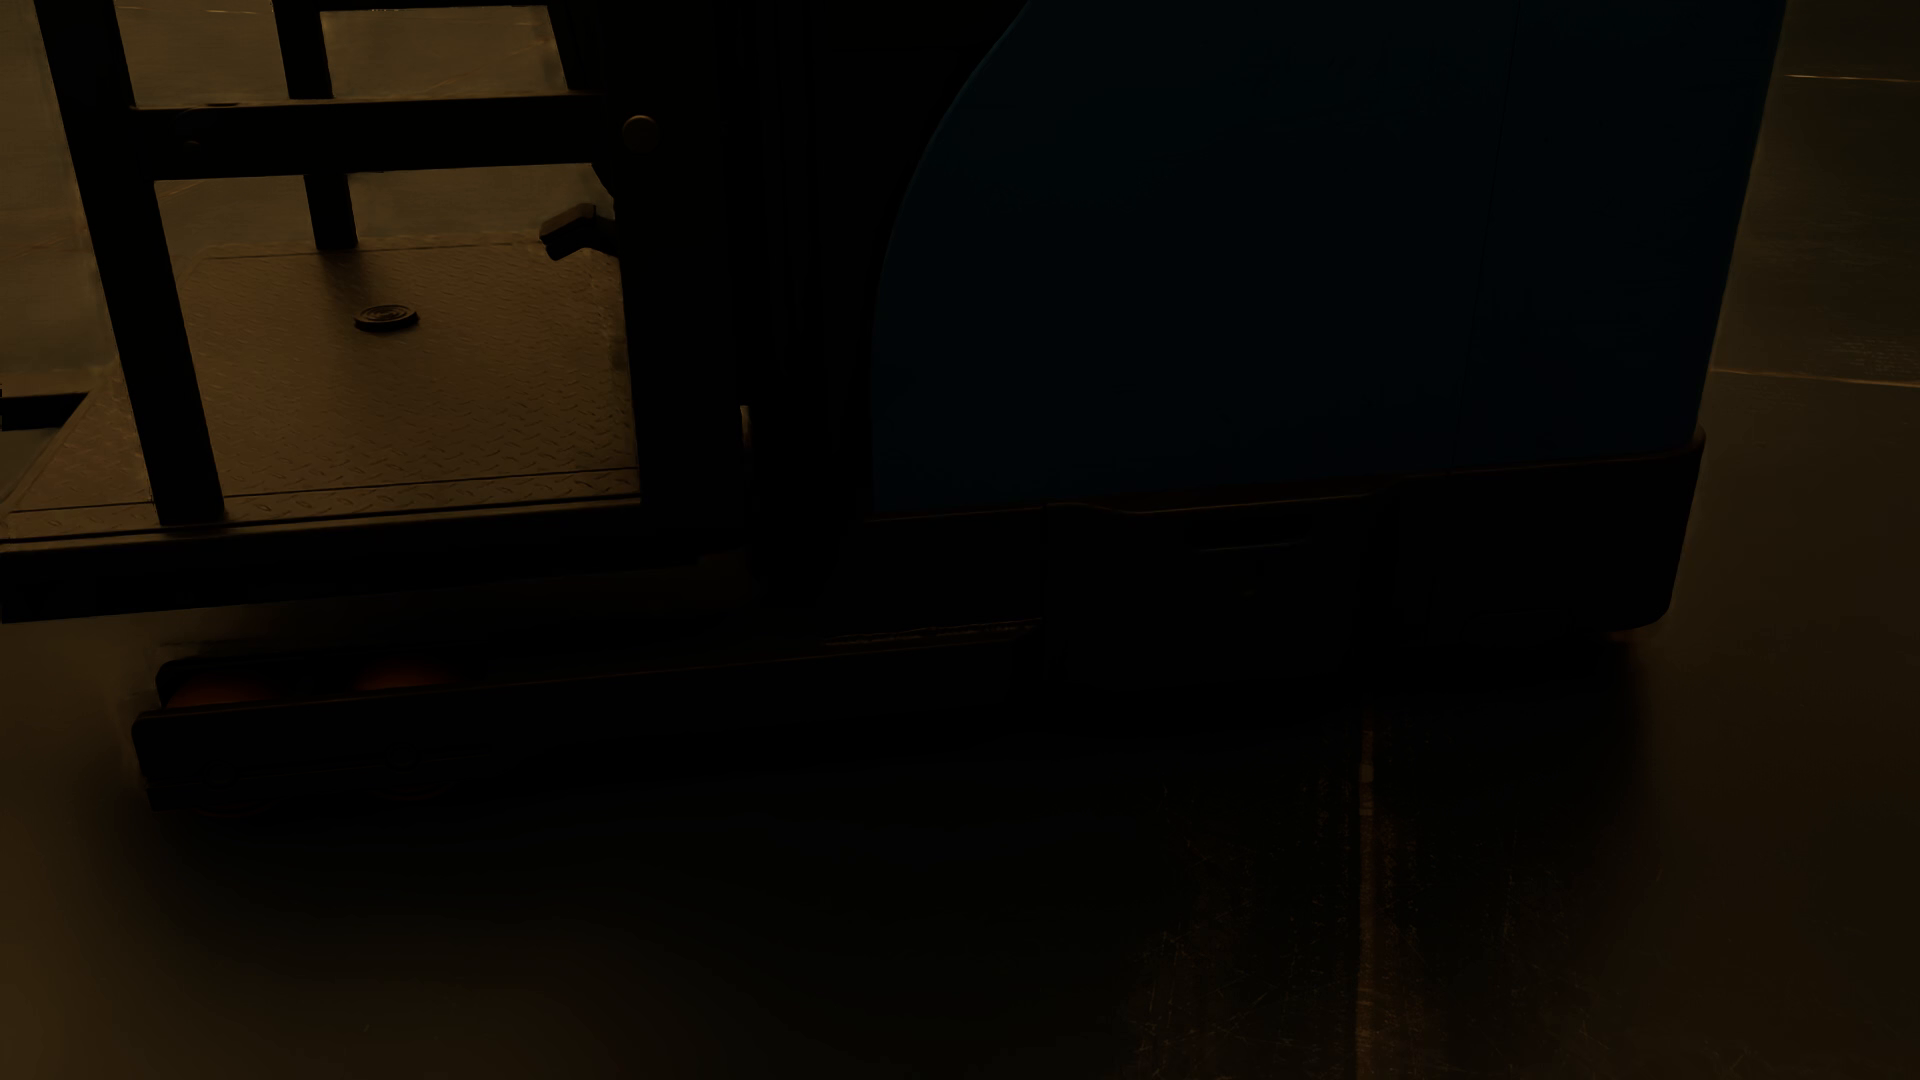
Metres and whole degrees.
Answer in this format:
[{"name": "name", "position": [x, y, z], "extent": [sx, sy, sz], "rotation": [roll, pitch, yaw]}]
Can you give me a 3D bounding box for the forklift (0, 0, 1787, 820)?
[{"name": "forklift", "position": [-0.632, -1.251, 1.726], "extent": [3.031, 2.935, 1.130], "rotation": [-5, 27, -9]}]
